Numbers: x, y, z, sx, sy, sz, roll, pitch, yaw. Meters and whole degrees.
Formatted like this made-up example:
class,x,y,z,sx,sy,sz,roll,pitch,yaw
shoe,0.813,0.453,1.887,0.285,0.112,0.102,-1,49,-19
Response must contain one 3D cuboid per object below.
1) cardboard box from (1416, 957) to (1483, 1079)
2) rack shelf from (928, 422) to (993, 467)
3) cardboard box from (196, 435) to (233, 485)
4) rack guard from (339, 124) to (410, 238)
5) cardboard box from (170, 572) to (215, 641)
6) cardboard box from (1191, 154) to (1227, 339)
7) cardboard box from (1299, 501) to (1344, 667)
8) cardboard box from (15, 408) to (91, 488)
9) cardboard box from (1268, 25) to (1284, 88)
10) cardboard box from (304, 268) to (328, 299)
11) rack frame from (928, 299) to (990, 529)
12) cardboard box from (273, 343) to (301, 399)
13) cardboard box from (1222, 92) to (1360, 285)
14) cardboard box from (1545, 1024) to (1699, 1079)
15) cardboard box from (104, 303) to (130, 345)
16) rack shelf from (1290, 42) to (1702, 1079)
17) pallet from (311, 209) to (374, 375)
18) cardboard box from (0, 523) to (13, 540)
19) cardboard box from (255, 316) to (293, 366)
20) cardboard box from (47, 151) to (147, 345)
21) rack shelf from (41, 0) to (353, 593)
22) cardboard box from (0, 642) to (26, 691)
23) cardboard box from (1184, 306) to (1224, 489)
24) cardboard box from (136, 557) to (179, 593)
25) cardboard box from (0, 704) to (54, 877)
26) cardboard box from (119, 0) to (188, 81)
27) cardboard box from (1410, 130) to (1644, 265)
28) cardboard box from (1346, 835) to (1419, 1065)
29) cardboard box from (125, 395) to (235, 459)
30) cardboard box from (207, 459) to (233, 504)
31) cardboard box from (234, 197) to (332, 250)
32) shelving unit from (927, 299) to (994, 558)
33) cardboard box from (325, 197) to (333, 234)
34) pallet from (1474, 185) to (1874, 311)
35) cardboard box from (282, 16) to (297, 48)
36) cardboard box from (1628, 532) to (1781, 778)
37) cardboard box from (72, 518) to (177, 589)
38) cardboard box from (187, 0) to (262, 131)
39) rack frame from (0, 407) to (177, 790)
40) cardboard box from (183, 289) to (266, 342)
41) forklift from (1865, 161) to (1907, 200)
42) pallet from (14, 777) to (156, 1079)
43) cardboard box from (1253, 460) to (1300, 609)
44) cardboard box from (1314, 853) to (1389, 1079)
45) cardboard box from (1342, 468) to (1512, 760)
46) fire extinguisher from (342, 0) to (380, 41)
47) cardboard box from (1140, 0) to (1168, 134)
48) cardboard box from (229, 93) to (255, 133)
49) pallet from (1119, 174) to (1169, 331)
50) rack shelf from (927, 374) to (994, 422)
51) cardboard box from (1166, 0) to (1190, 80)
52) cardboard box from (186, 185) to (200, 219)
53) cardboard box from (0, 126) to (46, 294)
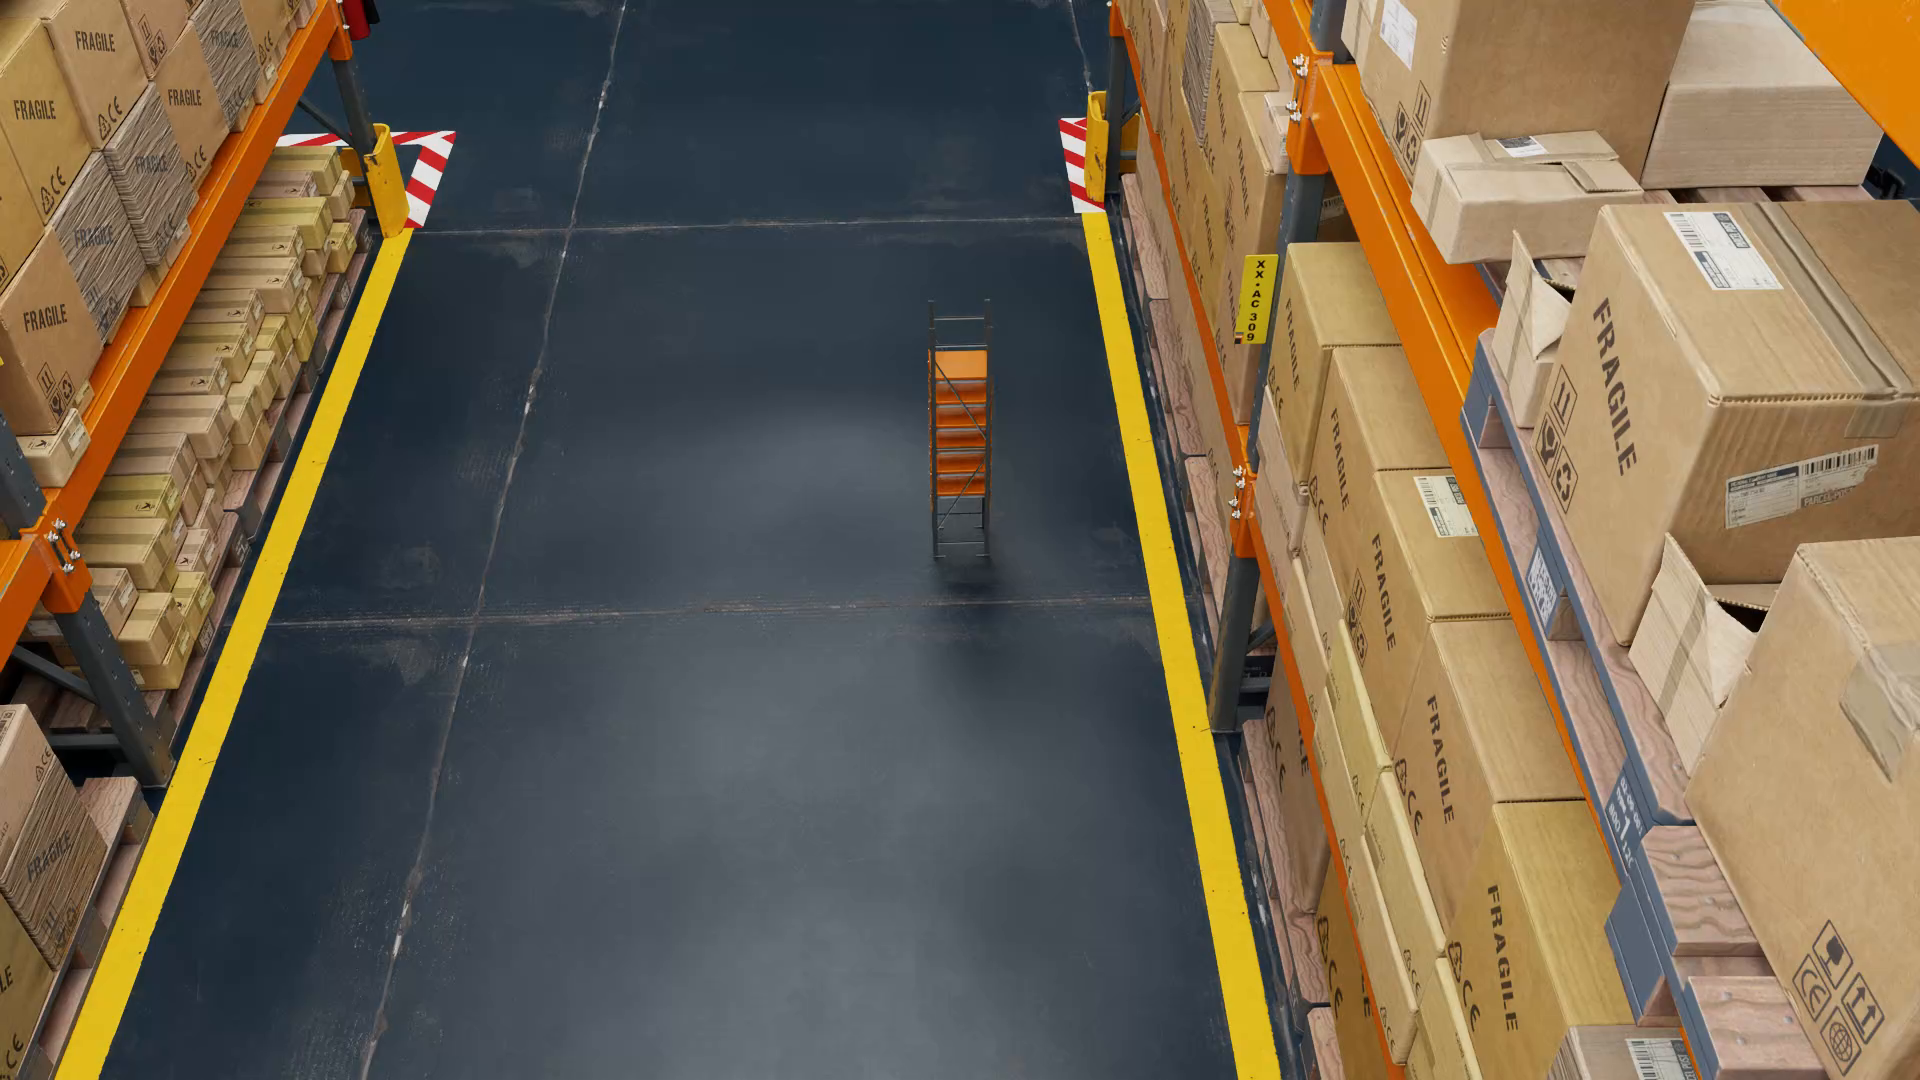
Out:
class,x,y,z,sx,sy,sz,roll,pitch,yaw
cardboard box,1.296,1.151,3.515,0.500,0.250,0.500,-3,43,-3
rack shelf,0.001,-0.400,6.864,0.258,0.103,0.180,-2,43,-2
cardboard box,-3.312,-0.367,7.010,0.380,0.149,0.250,0,43,0
rack guard,-3.640,-1.927,8.982,1.175,0.500,0.348,-2,43,-2
cardboard box,-3.179,0.262,6.543,0.380,0.149,0.250,0,43,-1
cardboard box,1.166,-1.099,6.156,0.500,0.500,0.500,-3,43,-3
cardboard box,1.255,0.118,4.643,0.500,0.250,0.500,-1,43,-1
cardboard box,-3.158,-0.307,5.551,0.380,0.149,0.250,0,43,0
cardboard box,1.234,-1.603,5.485,0.380,0.149,0.250,-2,43,-2
cardboard box,-3.375,-1.303,8.250,0.380,0.149,0.250,-2,43,-2
rack frame,-0.003,-0.494,6.901,0.240,1.200,0.006,-2,43,-2
cardboard box,-3.286,-0.781,7.681,0.380,0.149,0.250,-1,43,-1
cardboard box,1.172,-1.126,5.444,0.500,0.500,0.500,-2,43,-2
cardboard box,1.325,1.198,2.910,0.500,0.500,0.500,-1,43,-1
cardboard box,-3.313,-0.842,6.134,0.380,0.149,0.250,-3,43,-4
rack shelf,1.553,0.100,3.234,1.077,0.370,4.000,-2,43,-2
pallet,-3.641,-1.271,8.480,1.003,0.211,1.213,-2,43,-2
cardboard box,-3.799,0.073,6.309,0.380,0.149,0.250,-1,43,-1
cardboard box,-3.284,-0.892,7.582,0.380,0.149,0.250,0,43,0
cardboard box,-3.270,-1.021,5.850,0.500,0.500,0.500,-2,43,-2
rack shelf,-3.558,-1.284,6.964,1.077,0.370,4.000,-2,43,-2
cardboard box,-3.830,0.442,6.347,0.380,0.149,0.250,-1,43,-1
cardboard box,1.510,-0.651,7.326,0.875,0.438,0.875,-3,43,-3
cardboard box,-3.269,0.165,6.429,0.380,0.149,0.250,-1,43,-1
cardboard box,-3.189,0.786,5.156,0.500,0.250,0.500,-3,43,-3
cardboard box,-3.297,-2.063,6.247,0.500,0.500,0.500,-3,43,-3
cardboard box,1.172,-0.720,3.458,0.380,0.166,0.250,-4,43,-5
cardboard box,1.265,0.984,4.068,0.500,0.250,0.500,-2,43,-2
cardboard box,-3.256,-0.468,6.899,0.380,0.149,0.250,-1,43,-1
cardboard box,-3.348,-0.255,7.107,0.380,0.149,0.250,-3,43,-4
cardboard box,-3.276,-1.530,8.058,0.380,0.149,0.250,-3,43,-3
shelving unit,0.001,-0.433,6.834,0.258,1.200,0.189,-2,43,-2
cardboard box,-3.378,-1.587,8.341,0.380,0.149,0.250,-3,43,-3
pallet,1.556,-0.827,3.854,0.805,0.209,1.217,-3,43,-4
cardboard box,-3.374,-2.426,7.863,0.380,0.149,0.250,-2,43,-2
cardboard box,1.230,0.160,2.424,0.396,0.266,0.258,-3,43,-3
cardboard box,-3.233,0.051,6.333,0.380,0.149,0.250,0,43,0
cardboard box,-3.319,-2.060,6.984,0.500,0.500,0.500,-2,43,-2
rack frame,-3.473,-0.199,5.248,1.000,3.000,0.127,-2,43,-2
cardboard box,-3.361,-0.993,7.472,0.380,0.149,0.250,-3,43,-3
forklift,3.336,-1.691,6.925,1.130,2.935,3.031,-8,43,-9
pallet,-3.438,1.354,5.616,1.003,0.211,1.213,-2,43,-2
cardboard box,1.223,-0.050,5.195,0.500,0.250,0.500,-3,43,-3
cardboard box,1.621,1.245,4.934,0.875,0.875,0.875,-1,43,-1
cardboard box,1.268,0.172,4.029,0.500,0.500,0.500,-3,43,-3
fire extinguisher,-3.192,-2.917,8.546,0.296,0.674,0.183,-2,43,-2
cardboard box,1.085,-2.130,7.280,0.500,0.500,0.500,-2,43,-2
cardboard box,-3.332,-1.907,7.296,0.380,0.149,0.250,-3,43,-4
pallet,1.411,-1.544,8.779,1.003,0.211,1.213,-2,43,-2
rack shelf,0.001,-0.577,6.702,0.258,0.103,0.180,-2,43,-2
cardboard box,1.115,-2.151,6.562,0.500,0.500,0.500,-1,43,-2
cardboard box,-3.320,-1.375,6.716,0.380,0.149,0.250,0,43,0
cardboard box,-3.249,-1.026,5.115,0.500,0.500,0.500,-1,43,-1
